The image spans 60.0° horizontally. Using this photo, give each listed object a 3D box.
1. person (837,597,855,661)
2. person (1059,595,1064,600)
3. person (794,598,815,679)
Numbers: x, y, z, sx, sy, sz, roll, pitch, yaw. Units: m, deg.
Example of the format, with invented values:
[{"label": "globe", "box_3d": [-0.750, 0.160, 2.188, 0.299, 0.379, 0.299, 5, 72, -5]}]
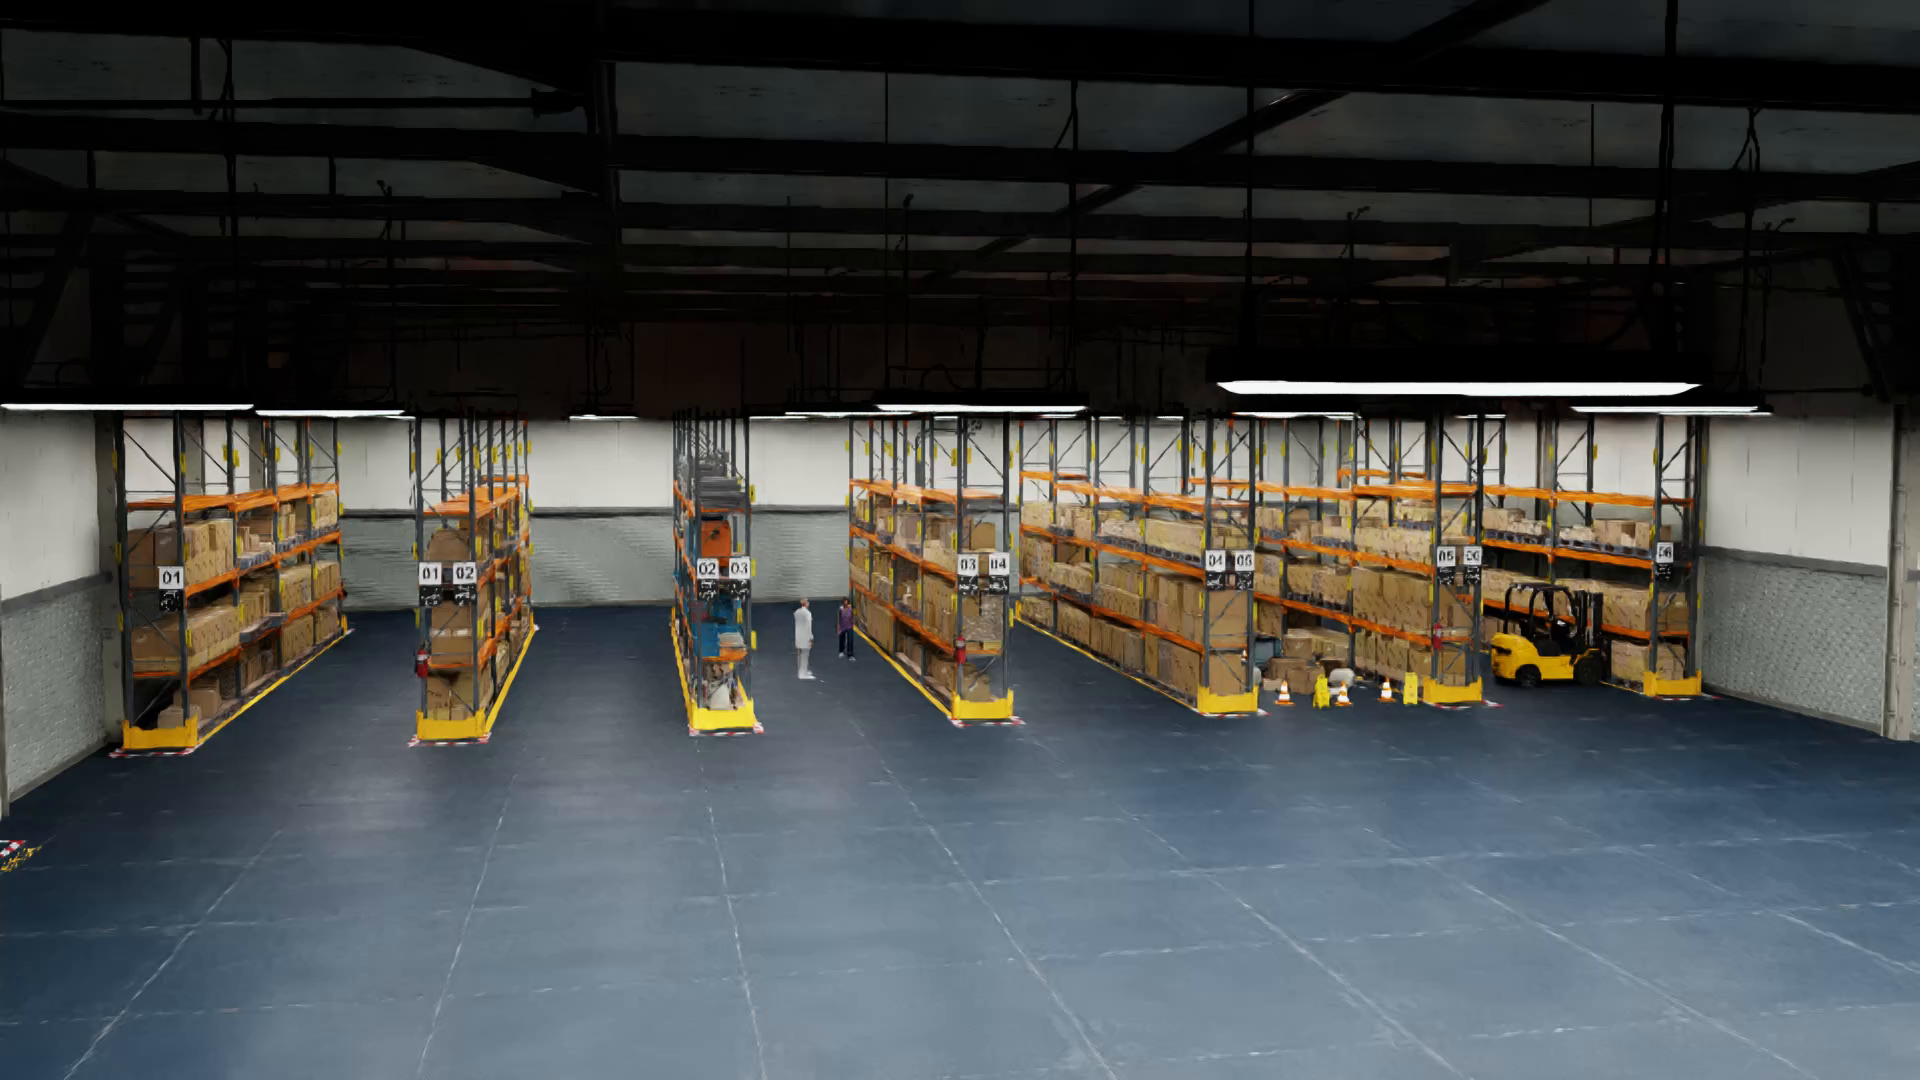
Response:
[{"label": "person", "box_3d": [-2.760, 2.109, 39.972, 0.417, 1.517, 1.037, -1, 4, -9]}, {"label": "person", "box_3d": [3.006, 1.214, 50.703, 0.568, 1.780, 0.722, 2, 5, 29]}, {"label": "person", "box_3d": [-3.442, 2.175, 37.112, 0.522, 1.790, 0.654, -3, 5, -37]}]
